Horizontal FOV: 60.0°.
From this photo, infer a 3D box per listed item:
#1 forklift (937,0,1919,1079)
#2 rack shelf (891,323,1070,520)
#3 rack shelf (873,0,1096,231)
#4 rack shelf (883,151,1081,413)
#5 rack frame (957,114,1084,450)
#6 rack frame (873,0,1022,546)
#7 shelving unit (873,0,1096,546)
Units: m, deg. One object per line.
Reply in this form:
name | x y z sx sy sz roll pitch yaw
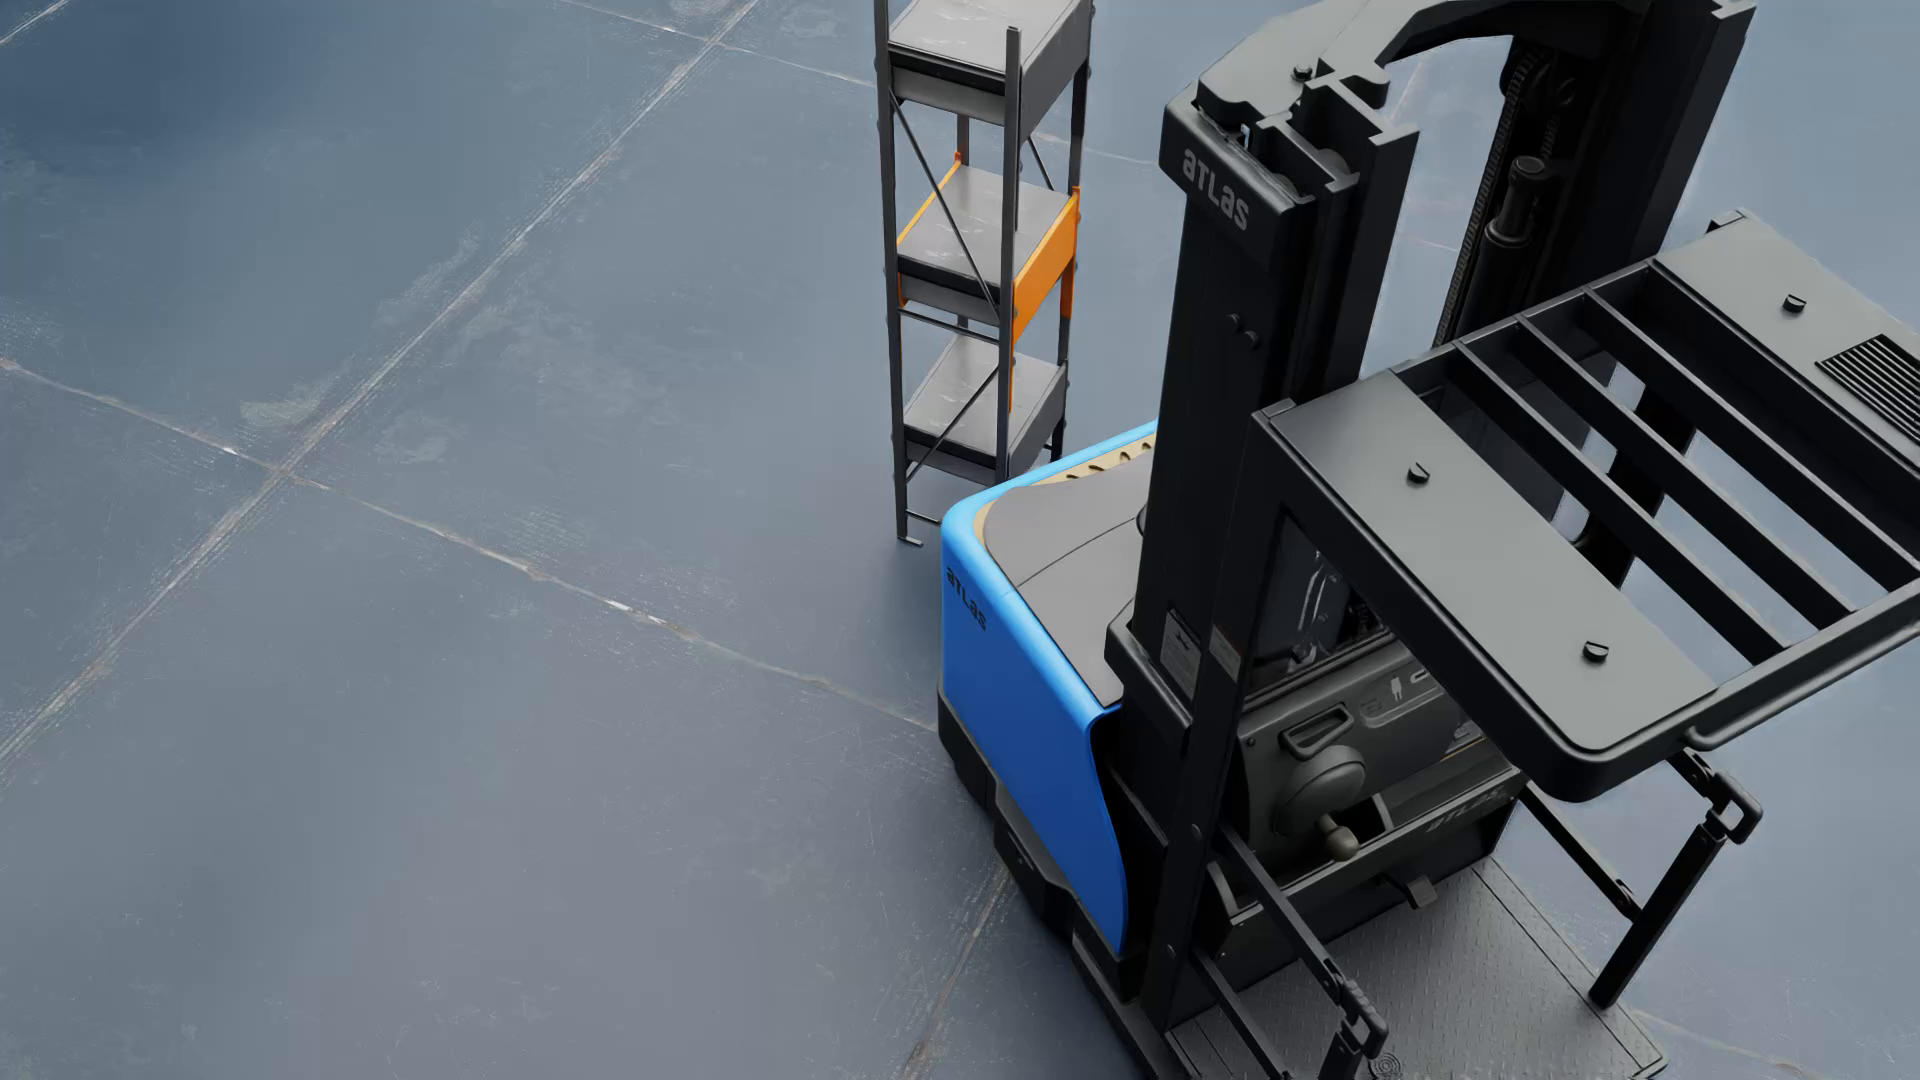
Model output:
forklift | 1.086 0.468 3.427 1.130 2.935 3.031 -23 53 -18
rack shelf | 0.071 -0.332 5.591 0.431 0.518 0.480 20 52 16
rack shelf | 0.071 -1.239 4.525 0.431 0.518 0.480 20 52 16
rack shelf | 0.071 -0.786 5.058 0.431 0.518 0.480 20 52 16
rack frame | 0.175 -0.962 5.190 0.400 2.100 0.015 20 52 16
rack frame | -0.034 -0.626 4.904 0.400 2.100 0.015 20 52 16
shelving unit | 0.071 -0.794 5.047 0.431 2.100 0.503 20 52 16
